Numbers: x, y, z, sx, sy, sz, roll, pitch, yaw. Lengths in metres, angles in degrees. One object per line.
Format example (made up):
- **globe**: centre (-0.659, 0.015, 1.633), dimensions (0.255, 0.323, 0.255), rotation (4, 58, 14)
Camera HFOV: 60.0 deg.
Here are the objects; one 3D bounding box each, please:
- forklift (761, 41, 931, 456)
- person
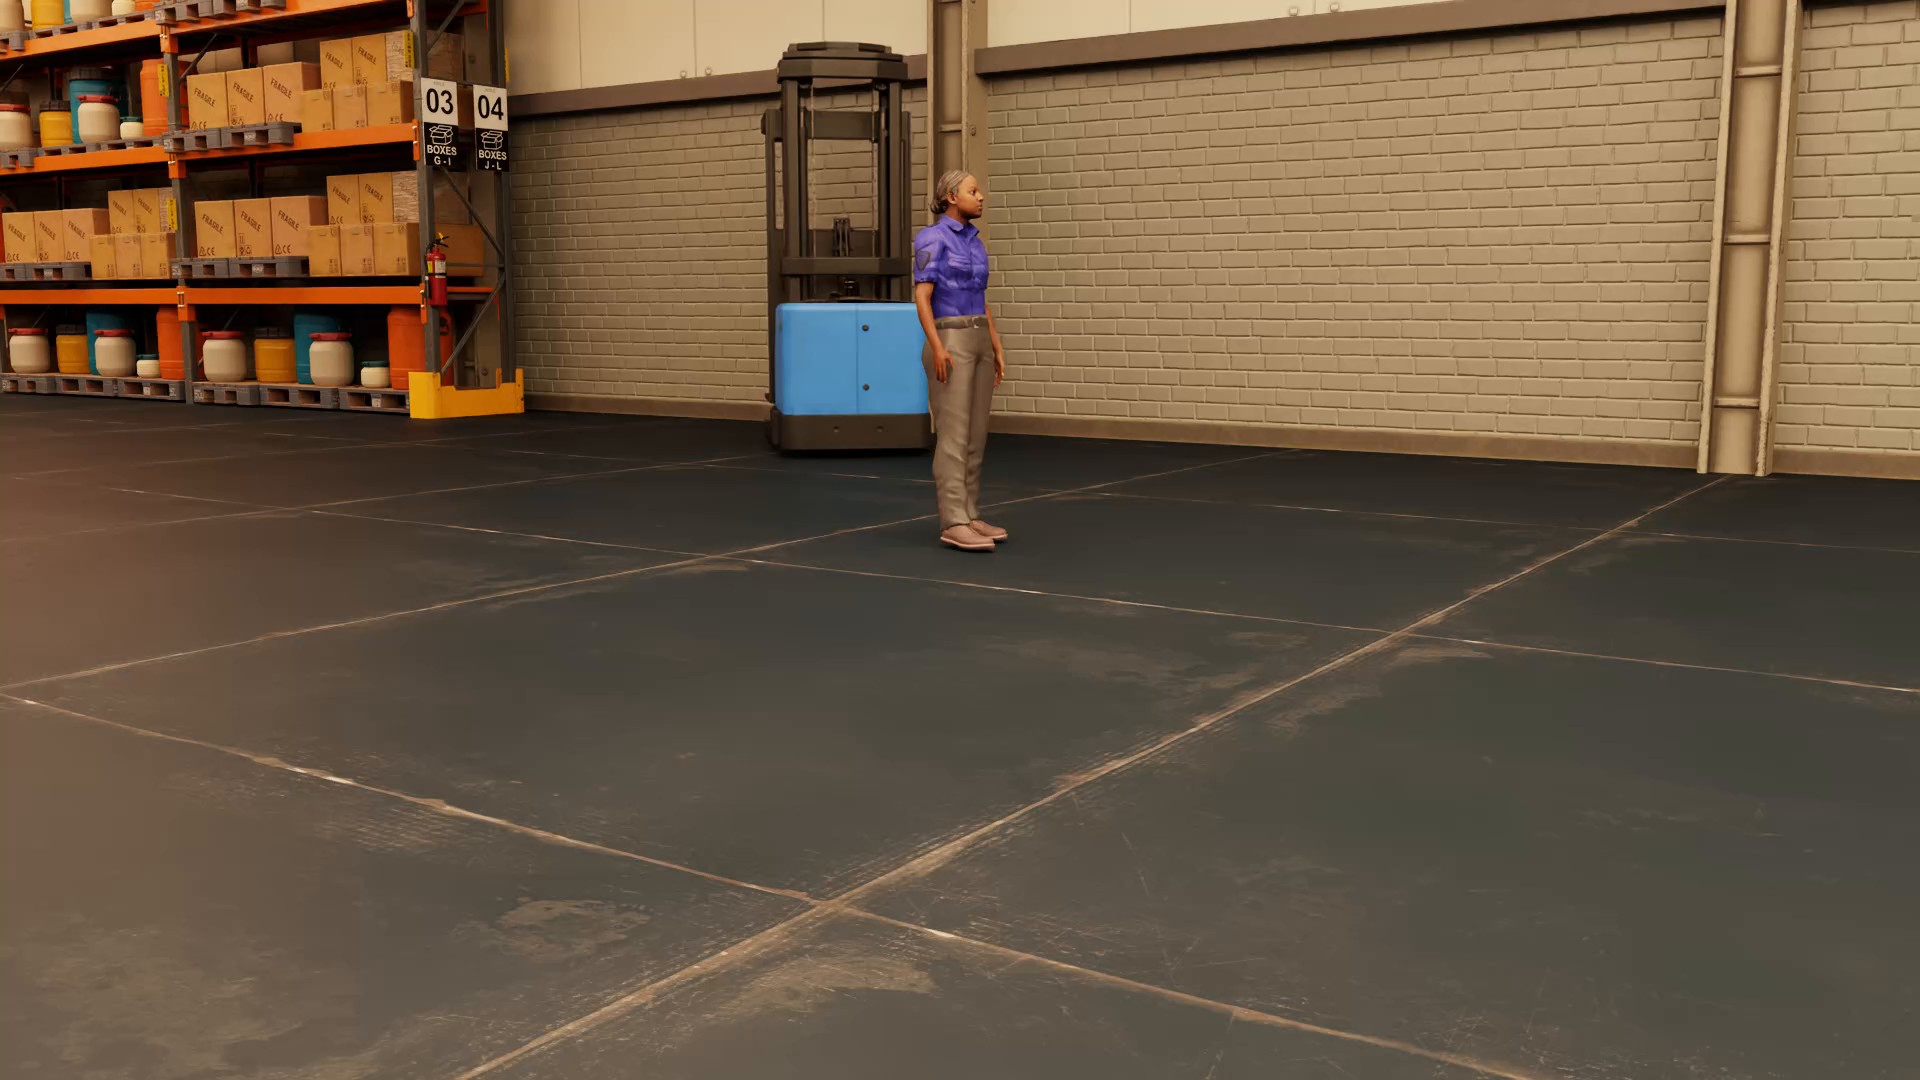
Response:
- **forklift**: centre (-0.951, -2.220, 12.802), dimensions (1.130, 2.935, 3.031), rotation (-1, 8, -9)
- **person**: centre (0.062, -0.817, 7.421), dimensions (0.503, 1.656, 0.569), rotation (5, 10, 34)
